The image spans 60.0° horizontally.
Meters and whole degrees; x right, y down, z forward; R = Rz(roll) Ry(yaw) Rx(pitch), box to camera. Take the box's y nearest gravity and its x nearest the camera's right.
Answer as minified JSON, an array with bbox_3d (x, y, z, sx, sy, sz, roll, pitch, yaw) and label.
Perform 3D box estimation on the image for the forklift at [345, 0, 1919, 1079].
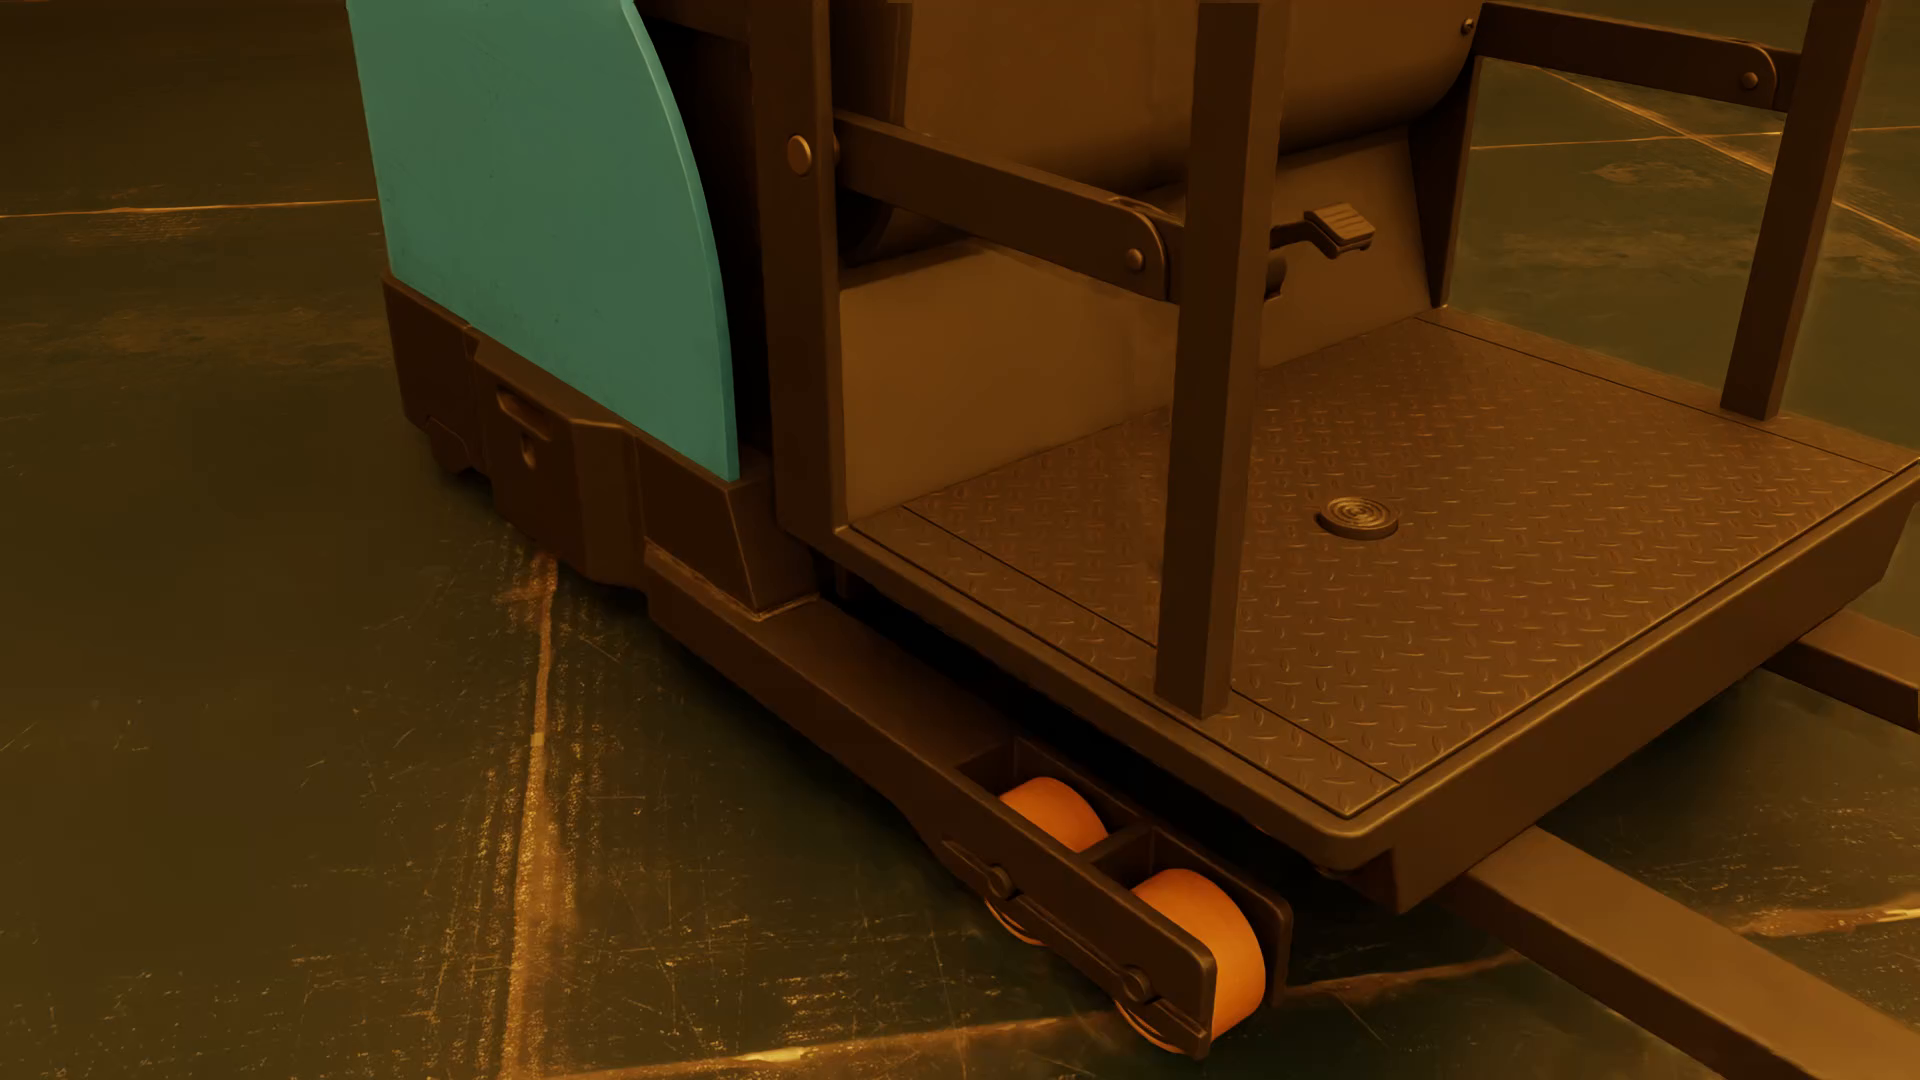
[{"bbox_3d":[0.410,-1.078,1.404,1.130,2.935,3.031,-21,35,-35],"label":"forklift"}]
